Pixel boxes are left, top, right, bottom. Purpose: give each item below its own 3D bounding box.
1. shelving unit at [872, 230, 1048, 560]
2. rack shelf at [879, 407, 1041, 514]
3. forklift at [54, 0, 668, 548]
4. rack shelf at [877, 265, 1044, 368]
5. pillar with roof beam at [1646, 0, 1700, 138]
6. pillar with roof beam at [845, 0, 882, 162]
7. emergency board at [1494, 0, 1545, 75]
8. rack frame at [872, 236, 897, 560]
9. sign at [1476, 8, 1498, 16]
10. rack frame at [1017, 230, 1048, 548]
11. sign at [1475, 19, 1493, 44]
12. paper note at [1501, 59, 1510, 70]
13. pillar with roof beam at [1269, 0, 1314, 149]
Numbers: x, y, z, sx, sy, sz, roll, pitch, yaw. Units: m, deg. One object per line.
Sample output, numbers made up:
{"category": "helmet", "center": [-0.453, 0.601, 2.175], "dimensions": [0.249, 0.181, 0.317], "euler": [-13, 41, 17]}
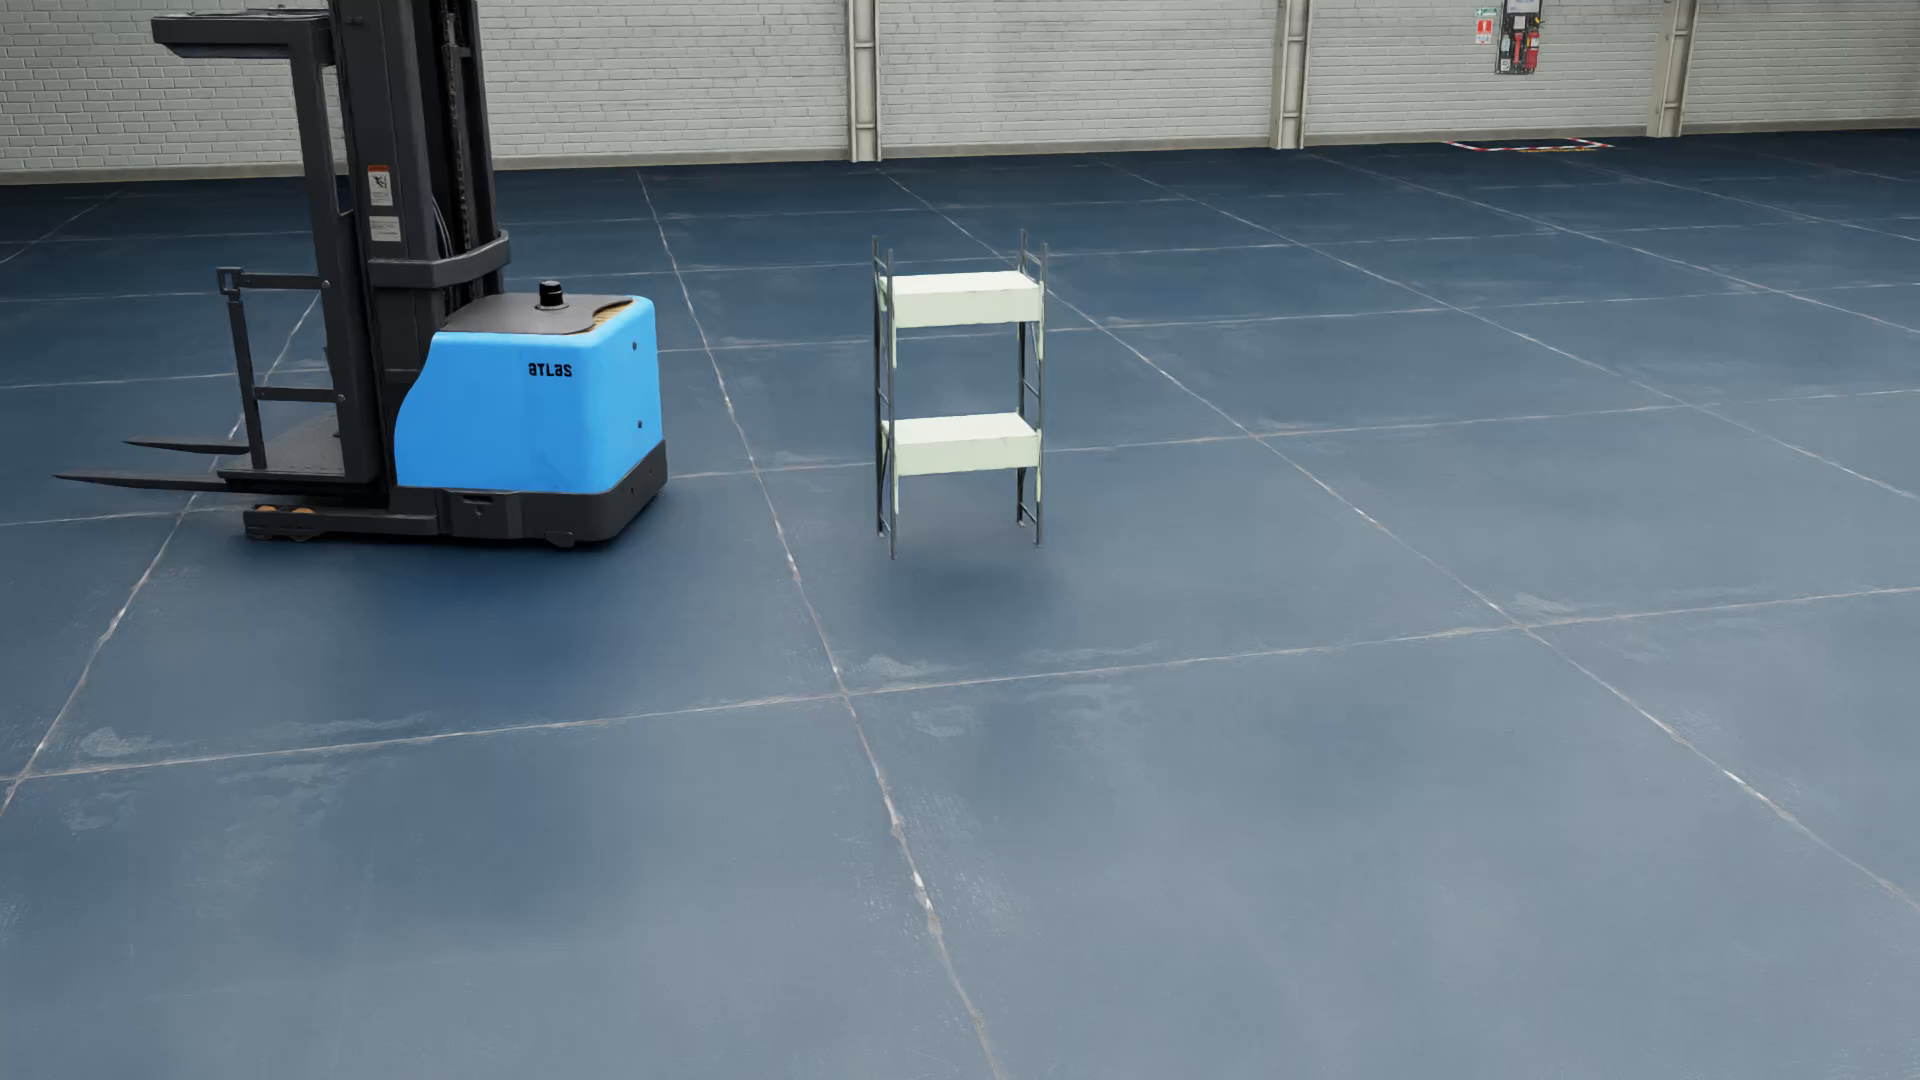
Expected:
{"category": "shelving unit", "center": [-0.006, -0.704, 8.055], "dimensions": [0.755, 1.500, 0.431], "euler": [-5, 21, -12]}
{"category": "rack shelf", "center": [-0.006, -0.398, 8.167], "dimensions": [0.720, 0.370, 0.431], "euler": [-5, 21, -12]}
{"category": "forklift", "center": [-3.134, -1.546, 8.273], "dimensions": [3.031, 2.935, 1.130], "euler": [3, 20, 7]}
{"category": "rack shelf", "center": [-0.006, -1.070, 7.921], "dimensions": [0.720, 0.370, 0.431], "euler": [-5, 21, -12]}
{"category": "pillar with roof beam", "center": [11.407, -8.771, 19.175], "dimensions": [0.400, 9.000, 9.100], "euler": [-5, 21, -12]}
{"category": "pillar with roof beam", "center": [-0.271, -7.821, 16.583], "dimensions": [0.400, 9.000, 9.100], "euler": [-5, 21, -12]}
{"category": "emergency board", "center": [8.003, -7.212, 23.642], "dimensions": [0.643, 1.169, 0.194], "euler": [-5, 21, -12]}
{"category": "rack frame", "center": [-0.363, -0.675, 7.976], "dimensions": [0.023, 1.500, 0.400], "euler": [-5, 21, -12]}
{"category": "sign", "center": [7.448, -7.466, 23.512], "dimensions": [0.331, 0.109, 0.001], "euler": [-5, 21, -12]}
{"category": "rack frame", "center": [0.350, -0.733, 8.134], "dimensions": [0.023, 1.500, 0.400], "euler": [-5, 21, -12]}
{"category": "sign", "center": [7.441, -7.220, 23.611], "dimensions": [0.234, 0.329, 0.001], "euler": [-5, 21, -12]}
{"category": "paper note", "center": [7.815, -6.808, 23.818], "dimensions": [0.142, 0.148, 0.016], "euler": [-5, 21, -12]}
{"category": "pillar with roof beam", "center": [5.568, -8.296, 17.879], "dimensions": [0.400, 9.000, 9.100], "euler": [-5, 21, -12]}
